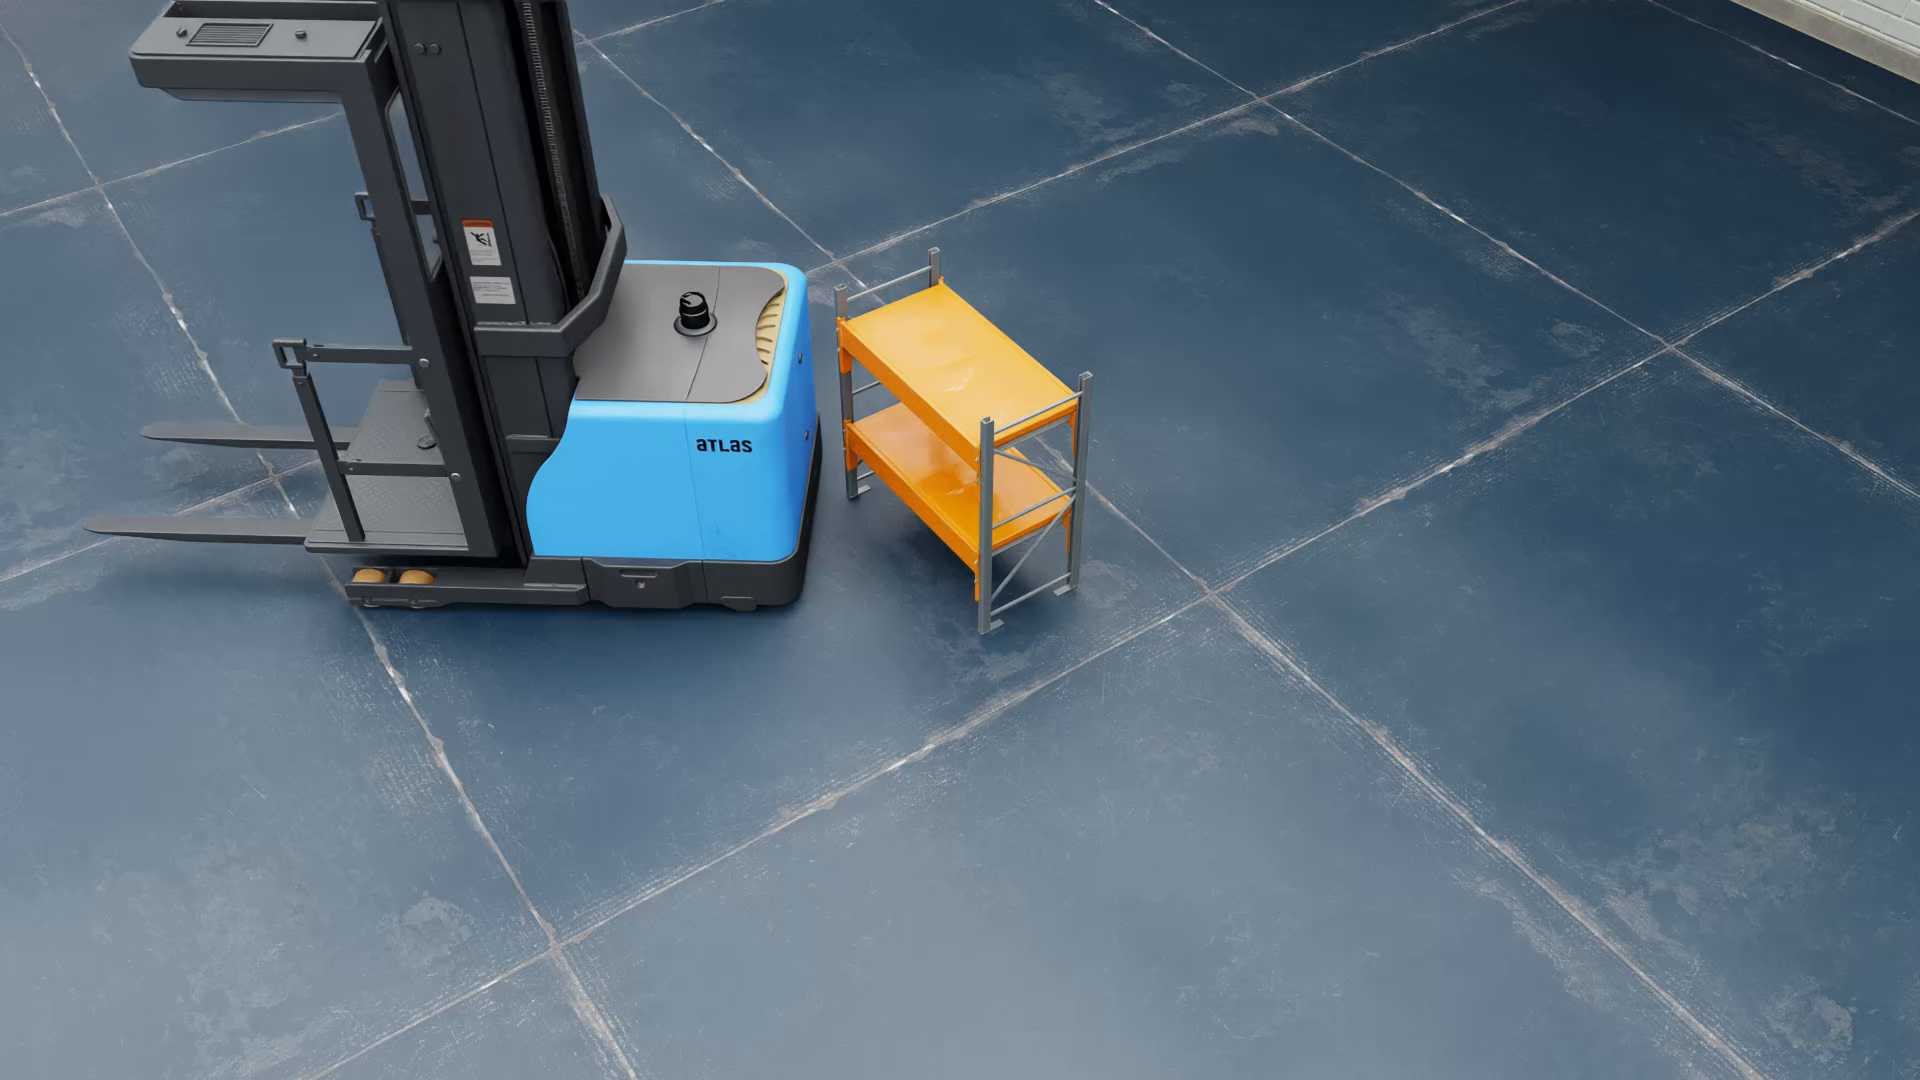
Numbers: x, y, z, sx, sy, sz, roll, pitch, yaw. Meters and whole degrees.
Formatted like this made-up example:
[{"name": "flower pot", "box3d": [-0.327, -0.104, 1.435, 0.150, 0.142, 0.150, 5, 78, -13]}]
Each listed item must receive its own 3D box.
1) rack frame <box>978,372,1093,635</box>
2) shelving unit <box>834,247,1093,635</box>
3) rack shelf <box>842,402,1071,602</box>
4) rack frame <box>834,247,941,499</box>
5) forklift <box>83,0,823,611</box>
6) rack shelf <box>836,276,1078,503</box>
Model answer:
[{"name": "rack frame", "box3d": [0.287, -0.123, 6.555, 0.500, 1.125, 0.032, -26, 49, -24]}, {"name": "shelving unit", "box3d": [-0.004, -0.411, 6.857, 0.538, 1.125, 1.048, -26, 49, -24]}, {"name": "rack shelf", "box3d": [-0.004, -0.234, 7.025, 0.538, 0.278, 1.000, -26, 49, -24]}, {"name": "rack frame", "box3d": [-0.295, -0.699, 7.158, 0.500, 1.125, 0.032, -26, 49, -24]}, {"name": "forklift", "box3d": [-2.153, -1.138, 6.311, 3.031, 2.935, 1.130, 2, 44, 2]}, {"name": "rack shelf", "box3d": [-0.004, -0.622, 6.654, 0.538, 0.278, 1.000, -26, 49, -24]}]
